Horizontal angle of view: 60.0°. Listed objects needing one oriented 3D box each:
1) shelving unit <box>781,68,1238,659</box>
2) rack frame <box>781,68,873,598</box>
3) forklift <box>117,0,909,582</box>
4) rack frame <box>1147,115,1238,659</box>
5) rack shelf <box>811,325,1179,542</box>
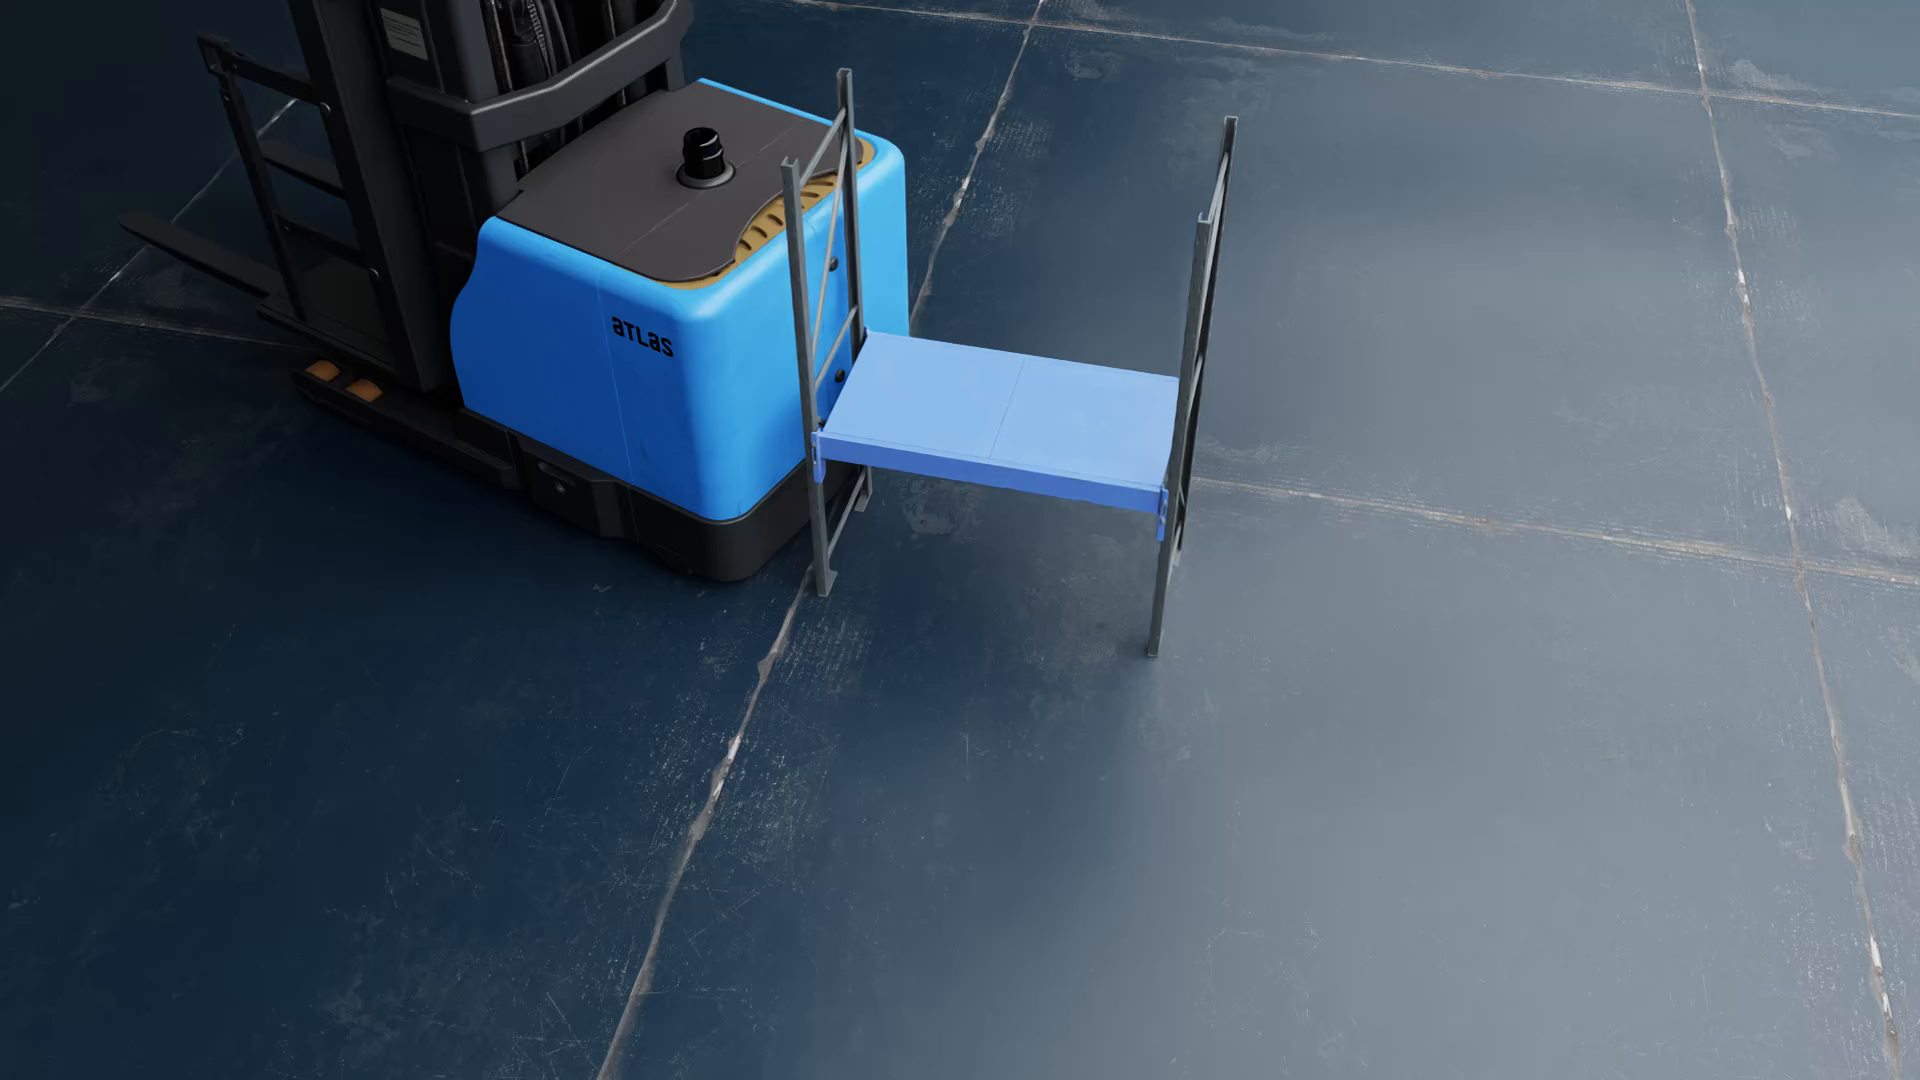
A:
[{"bbox_3d":[0.133,-0.448,4.634,1.048,1.500,0.538,10,45,10],"label":"shelving unit"},{"bbox_3d":[-0.360,-0.533,4.722,0.032,1.500,0.500,10,45,10],"label":"rack frame"},{"bbox_3d":[-1.669,-1.718,4.922,3.031,2.935,1.130,24,49,23],"label":"forklift"},{"bbox_3d":[0.626,-0.362,4.545,0.032,1.500,0.500,10,45,10],"label":"rack frame"},{"bbox_3d":[0.133,-0.318,4.758,1.000,0.185,0.538,10,45,10],"label":"rack shelf"}]
